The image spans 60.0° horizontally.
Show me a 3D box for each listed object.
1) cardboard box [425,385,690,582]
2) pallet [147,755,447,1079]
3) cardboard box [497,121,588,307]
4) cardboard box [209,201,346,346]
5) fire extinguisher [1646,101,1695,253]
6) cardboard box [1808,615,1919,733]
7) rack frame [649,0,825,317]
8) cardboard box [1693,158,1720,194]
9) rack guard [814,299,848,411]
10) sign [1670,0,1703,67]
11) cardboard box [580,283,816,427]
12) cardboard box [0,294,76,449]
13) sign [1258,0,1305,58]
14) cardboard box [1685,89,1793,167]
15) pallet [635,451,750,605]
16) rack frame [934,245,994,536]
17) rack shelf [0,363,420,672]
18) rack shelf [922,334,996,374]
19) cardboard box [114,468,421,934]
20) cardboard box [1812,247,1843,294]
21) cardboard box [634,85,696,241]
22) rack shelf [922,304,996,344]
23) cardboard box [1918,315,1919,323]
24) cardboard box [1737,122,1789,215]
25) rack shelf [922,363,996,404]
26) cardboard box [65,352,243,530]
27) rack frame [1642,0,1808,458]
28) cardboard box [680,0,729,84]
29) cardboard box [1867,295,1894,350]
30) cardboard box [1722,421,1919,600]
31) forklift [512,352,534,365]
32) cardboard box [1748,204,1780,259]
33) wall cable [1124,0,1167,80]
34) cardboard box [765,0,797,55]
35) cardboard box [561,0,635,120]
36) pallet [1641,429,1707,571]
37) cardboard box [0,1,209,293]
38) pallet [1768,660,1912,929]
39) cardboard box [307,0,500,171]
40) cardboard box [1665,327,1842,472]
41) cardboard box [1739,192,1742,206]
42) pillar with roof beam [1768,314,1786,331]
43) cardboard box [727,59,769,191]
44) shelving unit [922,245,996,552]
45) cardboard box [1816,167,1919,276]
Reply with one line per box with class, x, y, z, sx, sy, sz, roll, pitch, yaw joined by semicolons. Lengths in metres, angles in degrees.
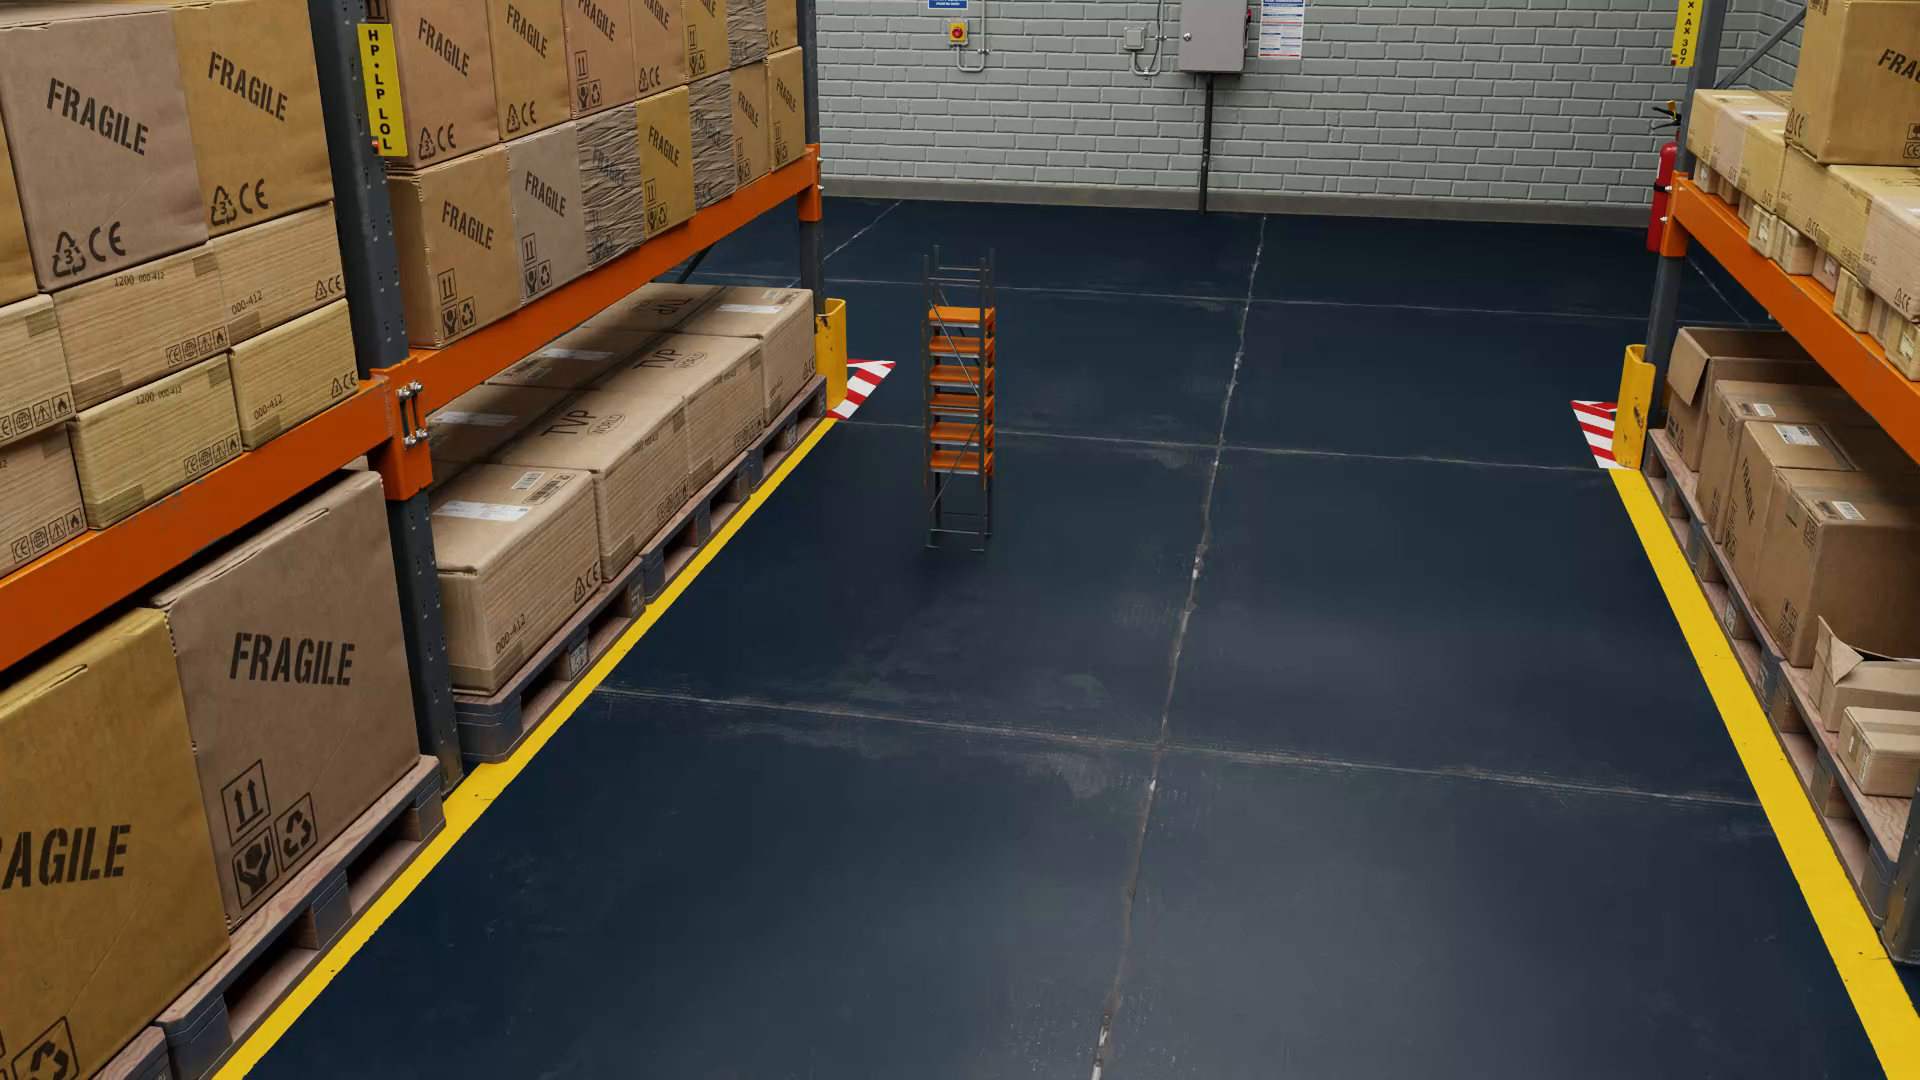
cardboard box;-1.592;-0.236;6.293;0.875;0.438;0.875;4;22;9
pallet;-2.091;0.900;4.336;1.003;0.211;1.213;4;22;11
cardboard box;-1.548;-1.063;5.344;0.500;0.500;0.500;5;22;11
cardboard box;-1.859;-0.664;4.018;0.500;0.250;0.500;4;22;11
fire extinguisher;3.247;-1.647;7.531;0.296;0.674;0.183;4;22;11
cardboard box;2.752;0.412;4.912;0.396;0.266;0.258;5;23;13
rack frame;-1.191;-2.144;8.162;1.000;3.000;0.127;4;22;11
cardboard box;3.334;-1.551;7.027;0.380;0.149;0.250;4;22;11
rack guard;-1.186;-0.993;8.651;1.175;0.500;0.348;4;22;11
sign;3.138;-2.210;7.167;0.100;0.325;0.005;4;22;11
cardboard box;-1.227;-0.901;7.944;0.875;0.438;0.875;4;22;9
cardboard box;-2.053;-0.291;3.091;0.500;0.250;0.500;5;22;12
sign;2.490;-3.989;12.869;0.329;0.494;0.001;4;22;11
cardboard box;3.313;-1.690;6.838;0.500;0.250;0.500;5;22;11
pallet;-1.528;-0.107;6.838;1.003;0.211;1.213;4;22;11
rack frame;0.016;-0.585;6.699;0.240;1.200;0.006;4;22;11
rack shelf;-2.415;0.384;2.848;1.077;0.370;4.000;4;22;11
rack shelf;-0.003;-0.733;6.543;0.258;0.103;0.180;4;22;11
cardboard box;-2.055;0.342;4.270;0.875;0.875;0.875;5;23;13
cardboard box;3.003;-0.887;5.376;0.380;0.149;0.250;4;22;11
cardboard box;-1.335;-1.433;6.262;0.500;0.500;0.500;5;22;13
rack shelf;-0.003;-0.844;6.498;0.258;0.103;0.180;4;22;11
cardboard box;2.718;-0.578;4.075;0.500;0.250;0.500;5;22;12
cardboard box;3.110;-1.320;5.919;0.500;0.250;0.500;4;22;10
rack shelf;-0.003;-0.621;6.588;0.258;0.103;0.180;4;22;11
cardboard box;-1.957;-0.242;3.641;0.500;0.250;0.500;4;22;10
rack frame;3.669;-1.767;7.226;1.000;3.000;0.127;4;22;11
cardboard box;-1.238;-2.086;6.545;0.500;0.500;0.500;4;22;11
cardboard box;2.812;-0.611;4.692;0.380;0.149;0.250;5;22;12
cardboard box;3.033;-0.091;5.847;0.500;0.500;0.500;5;22;12
forklift;-3.591;-1.919;7.695;1.130;2.935;3.031;15;27;34
cardboard box;3.022;-1.084;5.866;0.380;0.149;0.250;4;22;9
wall cable;1.328;-4.576;12.840;0.588;1.984;0.122;4;22;11
cardboard box;-1.056;-2.460;7.474;0.500;0.500;0.500;5;23;13
cardboard box;-1.448;-1.718;5.632;0.500;0.500;0.500;5;22;12
pallet;3.492;-0.154;6.954;1.003;0.211;1.213;4;22;11
cardboard box;-1.951;-0.819;3.400;0.500;0.500;0.500;5;22;12
pallet;2.994;0.738;4.738;1.003;0.211;1.213;4;22;11
cardboard box;-1.673;-1.347;4.711;0.500;0.500;0.500;5;22;11
cardboard box;3.452;-0.588;7.077;0.797;0.503;0.637;4;22;9
cardboard box;3.307;-1.356;6.542;0.380;0.149;0.250;4;22;10
pillar with roof beam;0.887;-5.795;9.198;9.100;9.000;0.400;4;22;11
cardboard box;-1.147;-1.812;7.203;0.500;0.500;0.500;4;22;10
shelving unit;-0.003;-0.551;6.616;0.258;1.200;0.189;4;22;11
cardboard box;2.921;-0.943;4.983;0.500;0.250;0.500;4;22;11
